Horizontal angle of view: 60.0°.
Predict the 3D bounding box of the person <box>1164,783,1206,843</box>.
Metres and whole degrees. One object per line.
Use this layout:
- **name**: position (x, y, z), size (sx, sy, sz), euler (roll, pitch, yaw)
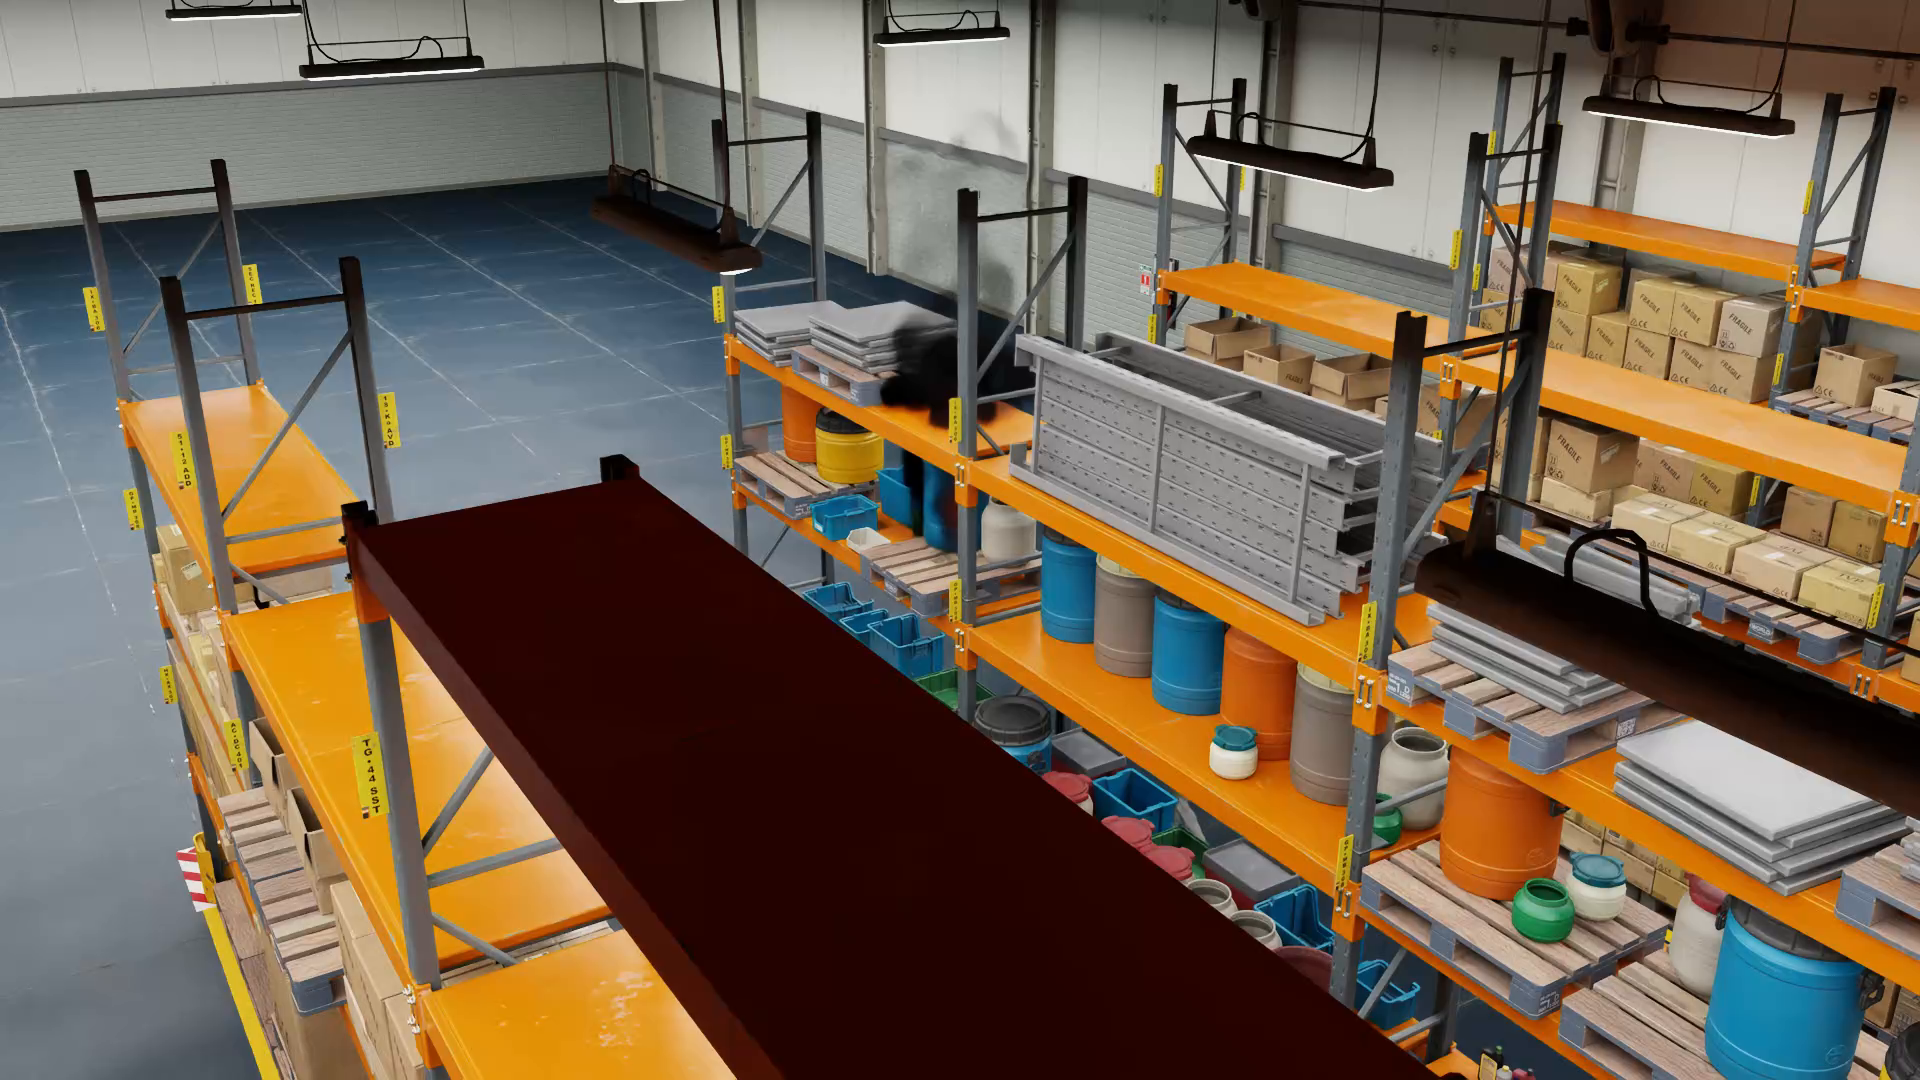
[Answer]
- **person**: position (1.923, 1.967, 14.326), size (0.511, 1.643, 0.735), euler (-16, 27, -35)
